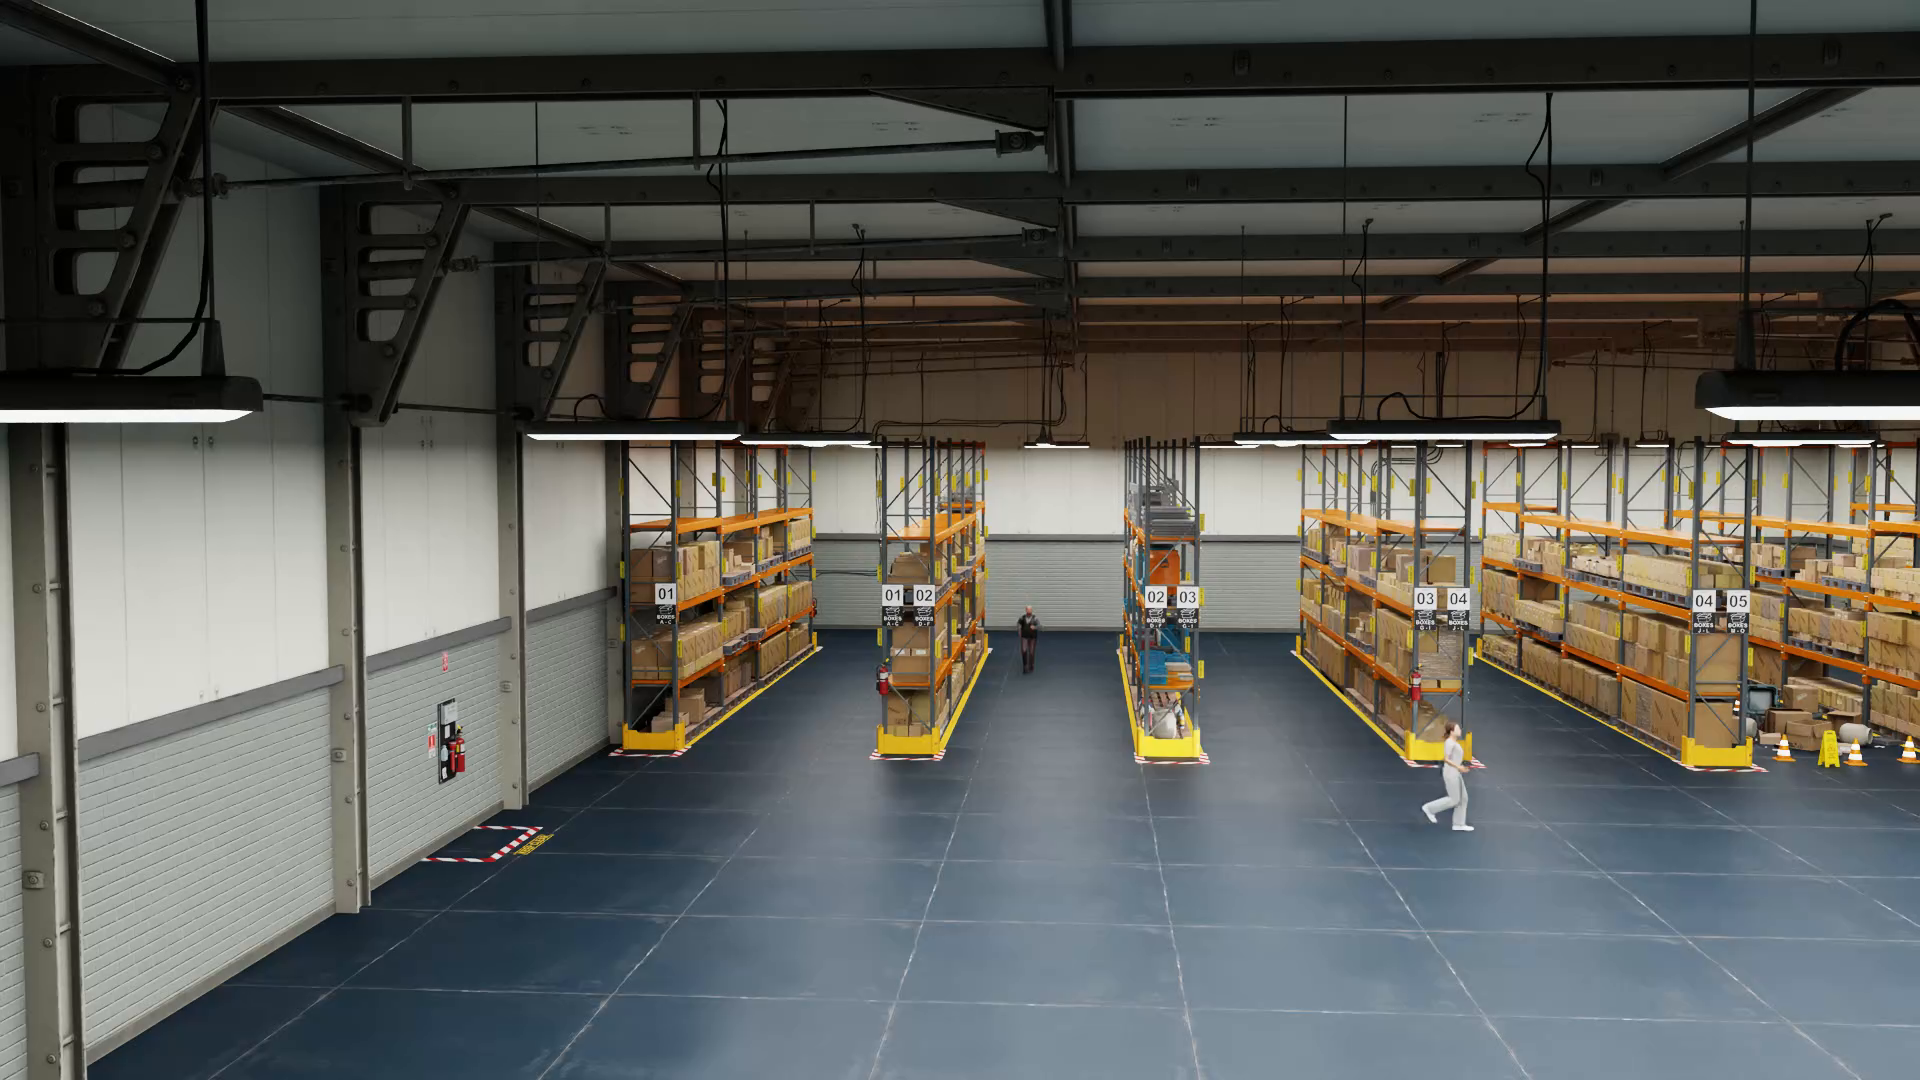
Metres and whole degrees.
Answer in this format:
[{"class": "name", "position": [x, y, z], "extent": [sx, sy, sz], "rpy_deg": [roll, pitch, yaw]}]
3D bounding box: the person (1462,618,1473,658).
[{"class": "person", "position": [13.092, 2.577, 43.392], "extent": [0.546, 1.764, 0.747], "rpy_deg": [0, 3, 8]}]

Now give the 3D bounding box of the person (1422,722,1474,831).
[{"class": "person", "position": [7.381, 3.551, 25.102], "extent": [0.752, 1.643, 0.563], "rpy_deg": [1, 3, 22]}]

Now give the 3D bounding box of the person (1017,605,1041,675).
[{"class": "person", "position": [1.775, 2.570, 42.815], "extent": [0.641, 1.774, 0.750], "rpy_deg": [0, 3, 4]}]
